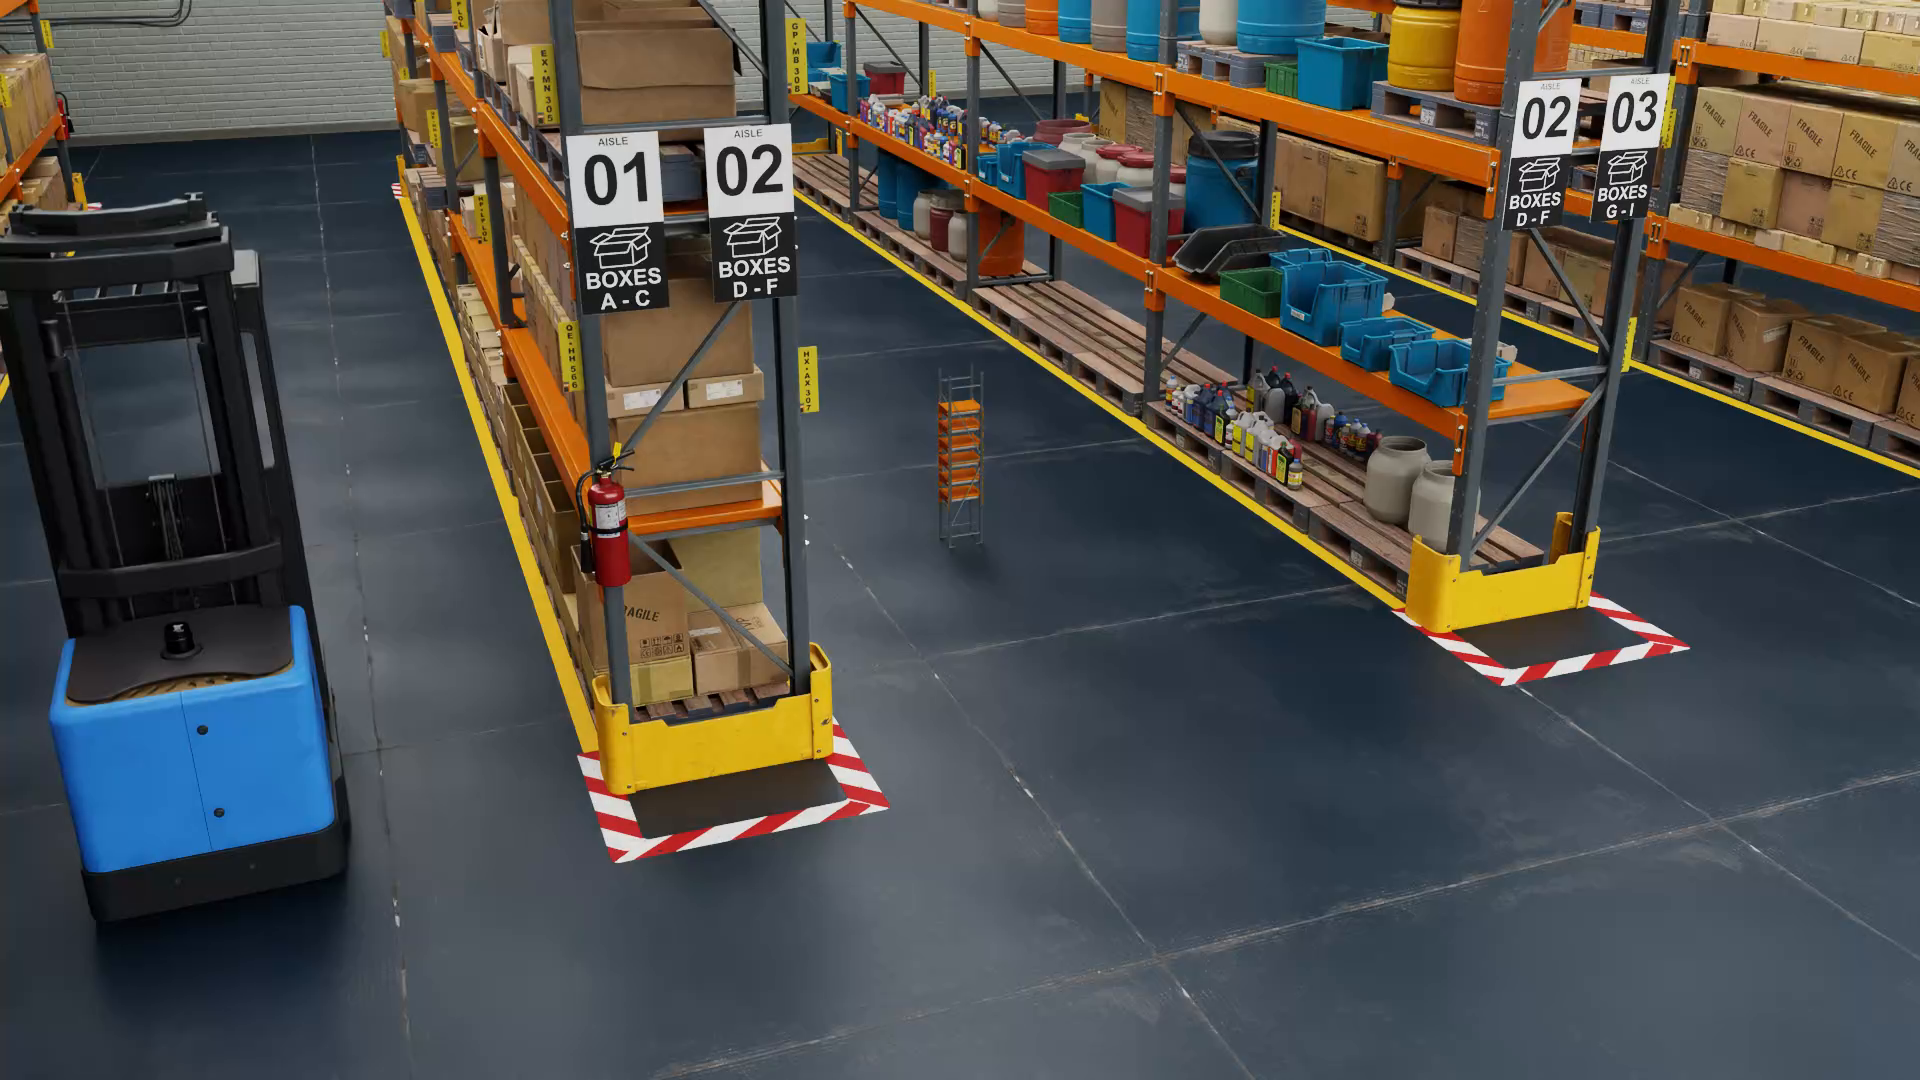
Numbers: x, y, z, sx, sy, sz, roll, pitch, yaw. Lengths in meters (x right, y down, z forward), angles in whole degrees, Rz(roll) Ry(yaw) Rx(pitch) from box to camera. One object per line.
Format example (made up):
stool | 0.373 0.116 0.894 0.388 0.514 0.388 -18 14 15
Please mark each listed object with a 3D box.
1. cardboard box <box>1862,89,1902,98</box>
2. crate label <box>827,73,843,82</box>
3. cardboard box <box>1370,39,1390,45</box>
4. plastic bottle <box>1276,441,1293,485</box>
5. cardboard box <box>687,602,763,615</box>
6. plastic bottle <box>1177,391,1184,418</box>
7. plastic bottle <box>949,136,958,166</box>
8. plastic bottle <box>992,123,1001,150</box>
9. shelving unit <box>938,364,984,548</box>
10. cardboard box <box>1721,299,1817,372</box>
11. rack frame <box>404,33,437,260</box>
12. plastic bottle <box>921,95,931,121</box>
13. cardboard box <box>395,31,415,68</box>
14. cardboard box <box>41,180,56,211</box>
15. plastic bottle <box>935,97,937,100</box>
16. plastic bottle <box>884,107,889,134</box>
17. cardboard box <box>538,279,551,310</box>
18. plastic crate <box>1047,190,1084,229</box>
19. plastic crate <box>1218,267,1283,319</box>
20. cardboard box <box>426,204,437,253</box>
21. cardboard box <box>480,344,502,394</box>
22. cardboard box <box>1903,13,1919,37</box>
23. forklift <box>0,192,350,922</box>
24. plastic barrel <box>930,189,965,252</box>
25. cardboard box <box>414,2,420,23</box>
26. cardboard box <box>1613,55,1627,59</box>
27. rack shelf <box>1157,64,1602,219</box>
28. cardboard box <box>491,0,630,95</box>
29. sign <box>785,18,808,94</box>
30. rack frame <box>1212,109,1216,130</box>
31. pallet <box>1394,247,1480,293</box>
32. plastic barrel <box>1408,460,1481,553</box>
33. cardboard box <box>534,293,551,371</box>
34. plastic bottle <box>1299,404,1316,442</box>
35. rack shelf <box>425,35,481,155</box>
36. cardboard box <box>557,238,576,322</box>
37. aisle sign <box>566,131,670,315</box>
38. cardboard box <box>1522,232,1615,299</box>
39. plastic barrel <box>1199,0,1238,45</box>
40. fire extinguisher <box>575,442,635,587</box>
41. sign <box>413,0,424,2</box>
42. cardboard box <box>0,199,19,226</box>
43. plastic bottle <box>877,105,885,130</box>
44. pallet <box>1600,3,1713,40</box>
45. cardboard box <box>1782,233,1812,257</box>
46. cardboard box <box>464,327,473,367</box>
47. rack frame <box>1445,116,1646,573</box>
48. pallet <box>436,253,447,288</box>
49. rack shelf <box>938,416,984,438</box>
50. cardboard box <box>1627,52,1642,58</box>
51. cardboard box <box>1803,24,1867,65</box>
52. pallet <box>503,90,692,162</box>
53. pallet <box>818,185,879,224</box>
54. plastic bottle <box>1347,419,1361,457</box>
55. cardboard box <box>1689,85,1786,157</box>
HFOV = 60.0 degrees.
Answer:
cardboard box | 10.377 -5.142 18.172 0.700 0.500 0.500 -9 24 -20
crate label | -1.603 -6.182 22.319 0.396 0.136 0.243 -8 24 -19
cardboard box | 4.946 -5.302 18.547 0.797 0.503 0.637 -7 24 -17
plastic bottle | 2.264 -0.537 11.594 0.061 0.283 0.133 -8 24 -18
cardboard box | -1.415 0.406 9.424 0.500 0.250 0.500 -8 24 -19
plastic bottle | 1.743 -1.056 12.930 0.097 0.201 0.097 0 23 0
plastic bottle | -0.068 -3.965 16.945 0.061 0.283 0.133 -8 24 -19
plastic bottle | 0.397 -4.335 17.838 0.097 0.271 0.097 0 23 0
shelving unit | 0.005 -0.548 11.005 0.258 1.200 0.189 -8 24 -19
cardboard box | 6.915 -1.756 14.232 0.500 0.500 0.500 -1 23 -2
rack frame | -5.493 -4.621 18.352 1.000 3.000 0.127 -8 24 -19
plastic bottle | -0.362 -4.968 19.238 0.144 0.351 0.185 -8 24 -19
cardboard box | -6.275 -5.645 19.365 0.500 0.500 0.500 -8 24 -19
cardboard box | -10.843 -3.830 19.153 0.700 0.500 0.500 -9 25 -21
plastic bottle | -0.292 -5.069 19.565 0.061 0.283 0.133 -8 24 -19
plastic bottle | -0.814 -4.731 18.763 0.061 0.283 0.133 -8 24 -19
cardboard box | -2.294 -1.467 9.906 0.380 0.149 0.250 -9 25 -21
plastic crate | 1.089 -2.889 14.515 0.450 0.188 0.662 -8 24 -19
plastic crate | 2.184 -1.763 11.844 0.450 0.188 0.662 -8 24 -19
cardboard box | -5.550 -3.463 18.256 0.500 0.500 0.500 -9 25 -21
cardboard box | -3.442 -1.377 12.932 0.500 0.311 0.500 -8 24 -19
cardboard box | 7.119 -3.753 12.111 0.380 0.149 0.250 -10 25 -22
forklift | -3.813 -0.248 8.065 1.130 2.935 3.031 -9 24 -20
plastic barrel | -0.032 -3.514 18.290 0.600 0.588 0.708 -8 24 -19
cardboard box | -4.629 -5.124 15.555 0.910 0.500 0.500 -8 24 -19
cardboard box | 8.629 -6.155 21.392 0.380 0.149 0.250 -9 24 -20
rack shelf | 2.675 -2.717 10.898 1.077 0.370 4.000 -8 24 -19
cardboard box | -2.203 -2.787 9.283 0.797 0.503 0.637 -6 24 -13
sign | -0.733 -2.156 7.415 0.100 0.325 0.005 -8 24 -19
rack frame | 3.776 -5.979 21.574 1.000 3.000 0.127 -8 24 -19
pallet | 5.464 -2.957 17.993 1.003 0.211 1.213 -8 24 -19
plastic barrel | 3.077 -0.215 10.561 0.421 0.512 0.421 0 23 0
cardboard box | -2.312 -1.409 10.603 0.700 0.500 0.500 -9 24 -20
plastic bottle | 2.602 -0.888 12.425 0.061 0.283 0.133 -8 24 -19
rack shelf | -3.373 -3.492 12.737 1.077 0.370 4.000 -8 24 -19
cardboard box | -1.795 -1.469 9.074 0.700 0.500 0.500 -8 24 -19
aisle sign | -1.505 -1.395 7.350 0.394 0.787 0.004 -8 24 -19
cardboard box | 6.056 -2.728 16.513 0.700 0.500 0.500 -11 25 -24
plastic barrel | 1.937 -3.837 11.944 0.421 0.512 0.421 0 23 0
fire extinguisher | -1.647 -0.119 7.769 0.296 0.674 0.183 -8 24 -19
sign | -4.588 -4.715 14.046 0.100 0.325 0.005 -8 24 -19
cardboard box | -9.775 -2.925 16.554 0.750 0.750 0.750 -8 24 -18
plastic bottle | -0.906 -4.841 19.039 0.097 0.271 0.097 0 23 0
pallet | 6.484 -4.607 14.698 1.213 0.211 1.003 -8 24 -19
cardboard box | 6.861 -2.386 13.373 0.380 0.149 0.250 -8 24 -19
cardboard box | -3.991 -1.681 14.376 0.500 0.250 0.500 -9 24 -20
rack frame | 3.381 -0.939 9.616 1.000 3.000 0.127 -8 24 -19
pallet | -5.170 -3.046 18.205 1.003 0.211 1.213 -8 24 -19
rack shelf | 0.005 -0.728 10.929 0.258 0.103 0.180 -8 24 -19
cardboard box | 8.717 -6.201 21.118 0.380 0.149 0.250 -8 24 -17
cardboard box | 6.879 -3.813 12.766 0.500 0.250 0.500 -9 25 -21
pallet | -1.914 -2.307 9.113 1.003 0.211 1.213 -8 24 -19
pallet | -1.154 -4.276 21.124 1.003 0.211 1.213 -8 24 -19
plastic bottle | 2.876 -0.747 12.107 0.097 0.271 0.097 0 23 0
cardboard box | 6.523 -3.518 13.935 0.500 0.500 0.500 -8 24 -19
